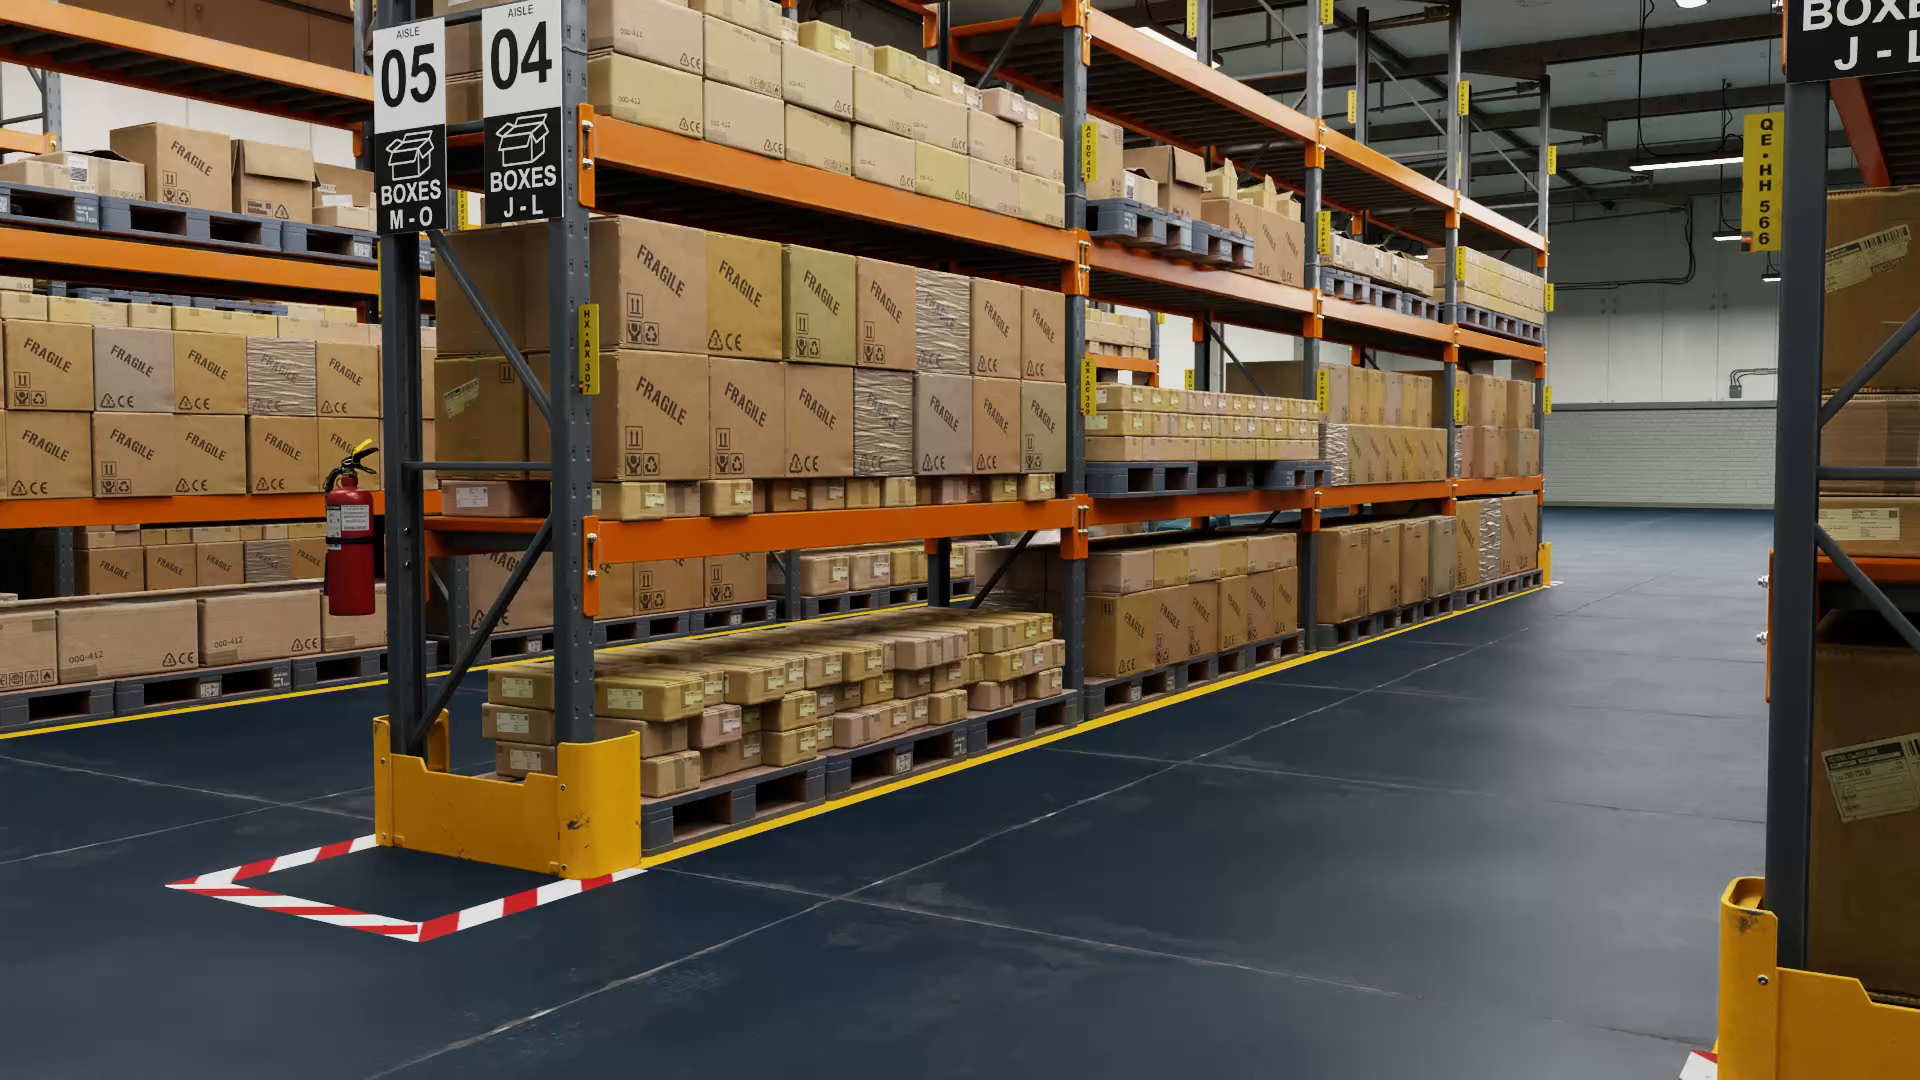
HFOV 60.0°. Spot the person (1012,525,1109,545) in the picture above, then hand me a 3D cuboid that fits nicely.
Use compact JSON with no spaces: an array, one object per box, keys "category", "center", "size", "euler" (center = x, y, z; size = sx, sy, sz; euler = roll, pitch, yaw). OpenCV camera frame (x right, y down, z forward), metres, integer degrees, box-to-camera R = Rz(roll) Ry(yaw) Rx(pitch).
[{"category":"person","center":[0.881,0.310,14.640],"size":[0.916,0.992,0.466],"euler":[2,3,28]}]
